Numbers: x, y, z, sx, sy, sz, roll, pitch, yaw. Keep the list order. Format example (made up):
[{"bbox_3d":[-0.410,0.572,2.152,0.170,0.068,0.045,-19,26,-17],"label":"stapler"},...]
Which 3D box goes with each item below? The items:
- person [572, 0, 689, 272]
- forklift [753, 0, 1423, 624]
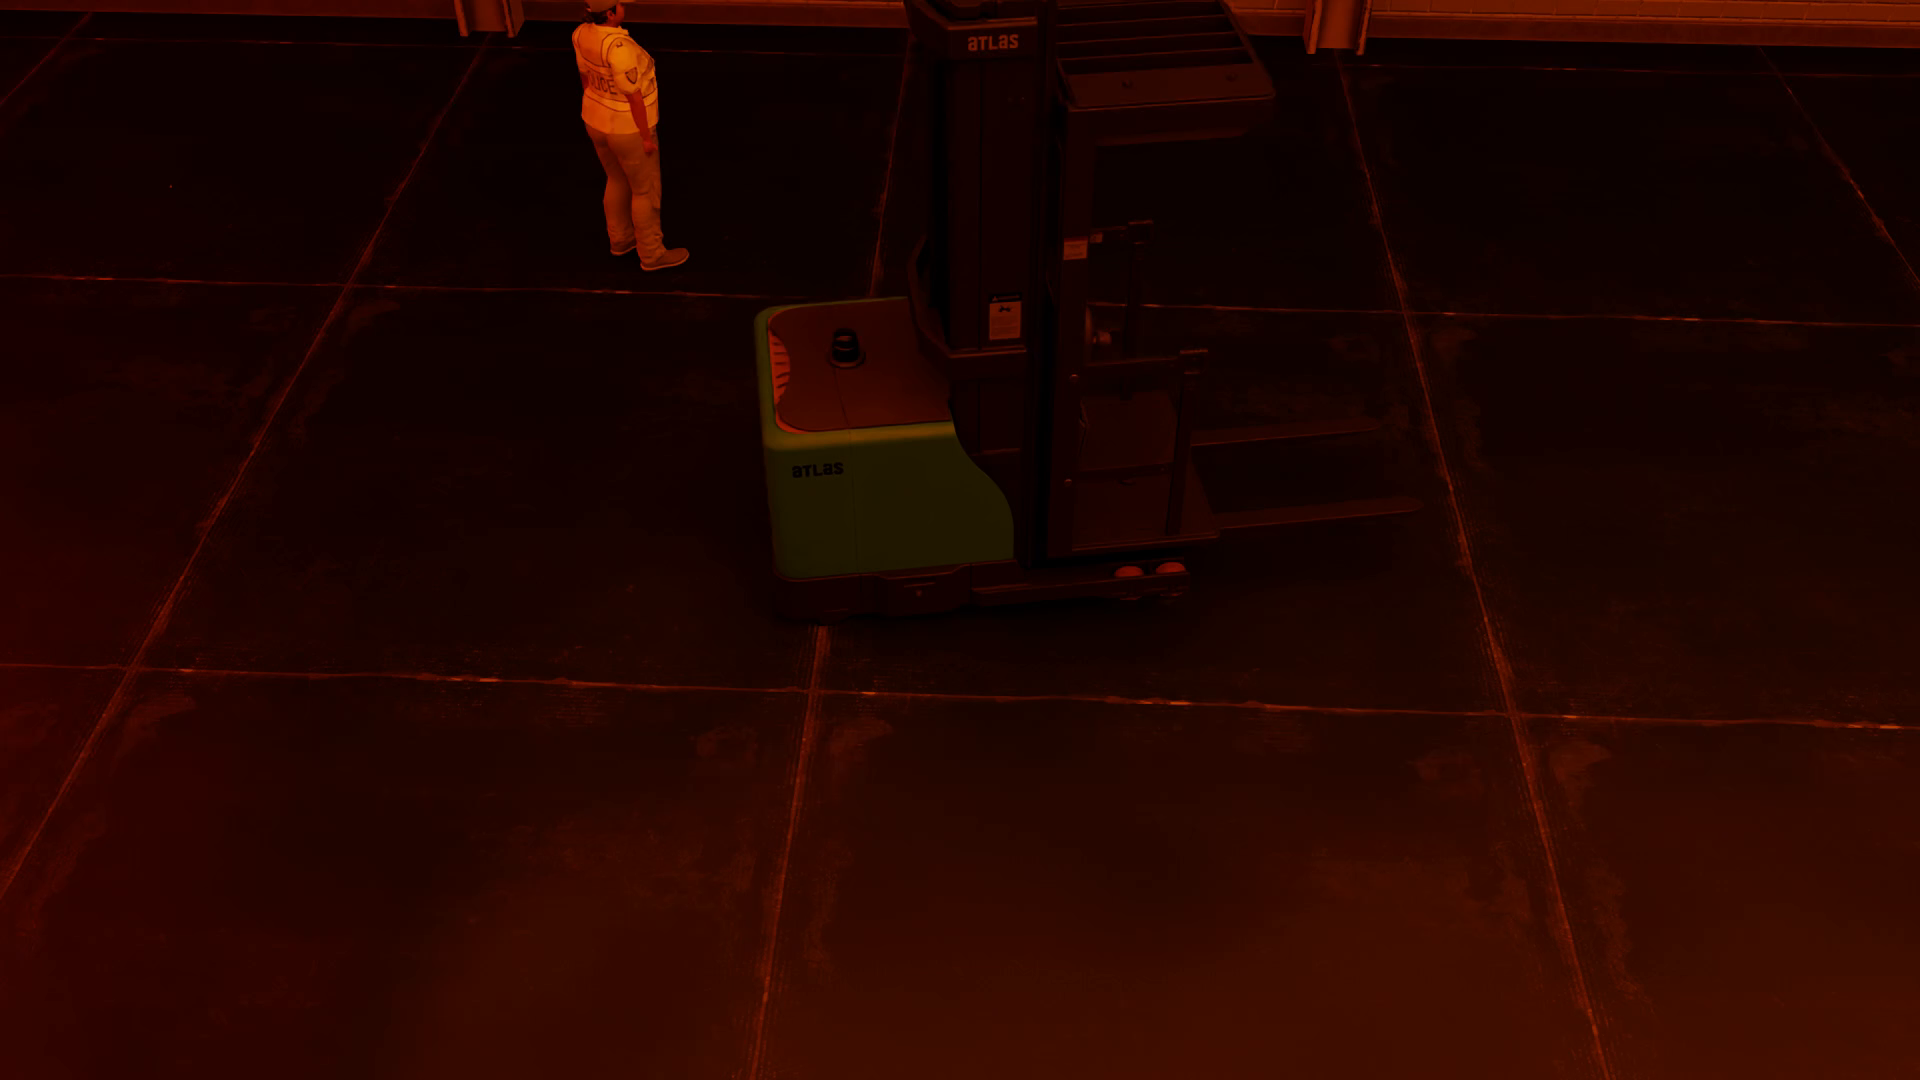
[{"bbox_3d":[-1.848,-2.287,9.190,0.481,1.669,0.390,33,51,31],"label":"person"},{"bbox_3d":[0.616,-1.153,7.005,3.031,2.935,1.130,-5,43,-6],"label":"forklift"}]
